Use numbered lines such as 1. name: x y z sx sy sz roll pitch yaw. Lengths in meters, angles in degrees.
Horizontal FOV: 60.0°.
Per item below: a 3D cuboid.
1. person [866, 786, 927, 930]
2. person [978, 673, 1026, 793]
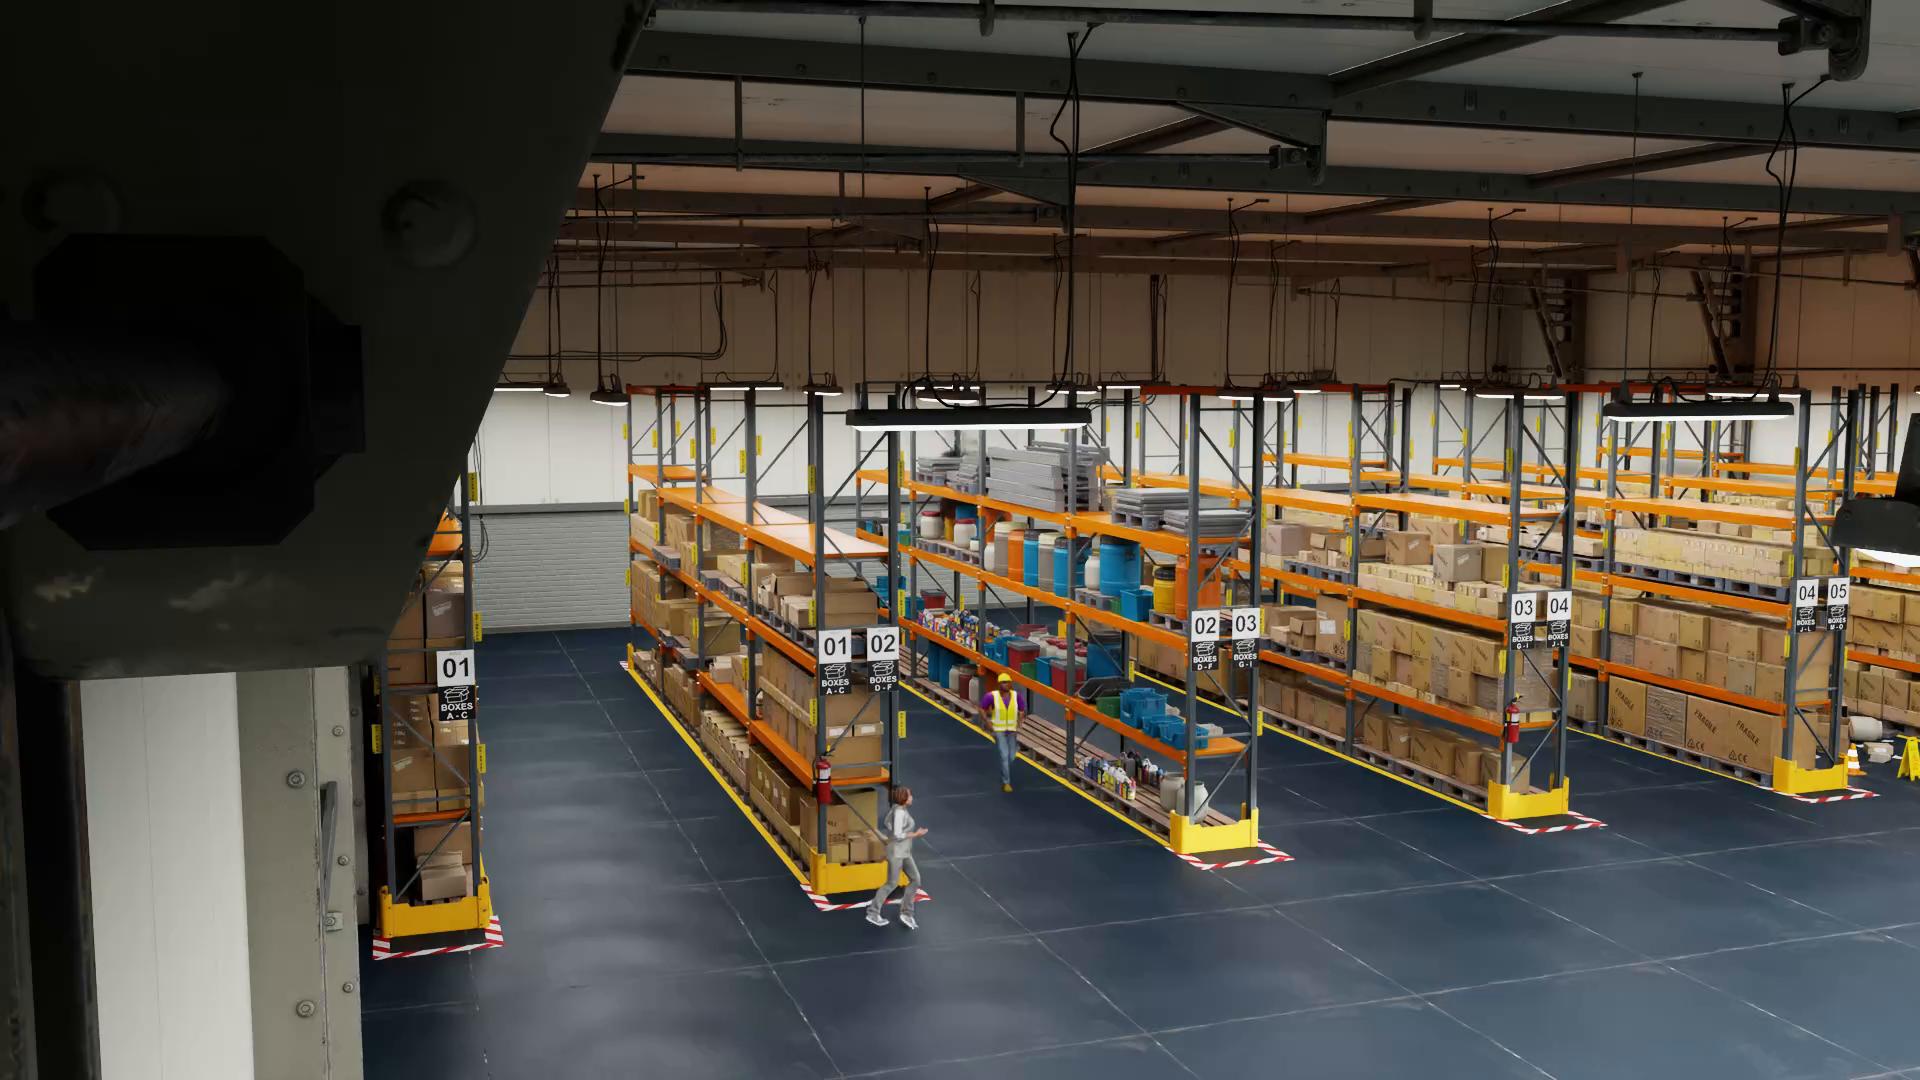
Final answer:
1. person: -0.703 3.604 18.850 0.691 1.640 0.537 1 6 7
2. person: 0.659 2.873 25.092 0.714 1.757 0.785 -2 6 -15
